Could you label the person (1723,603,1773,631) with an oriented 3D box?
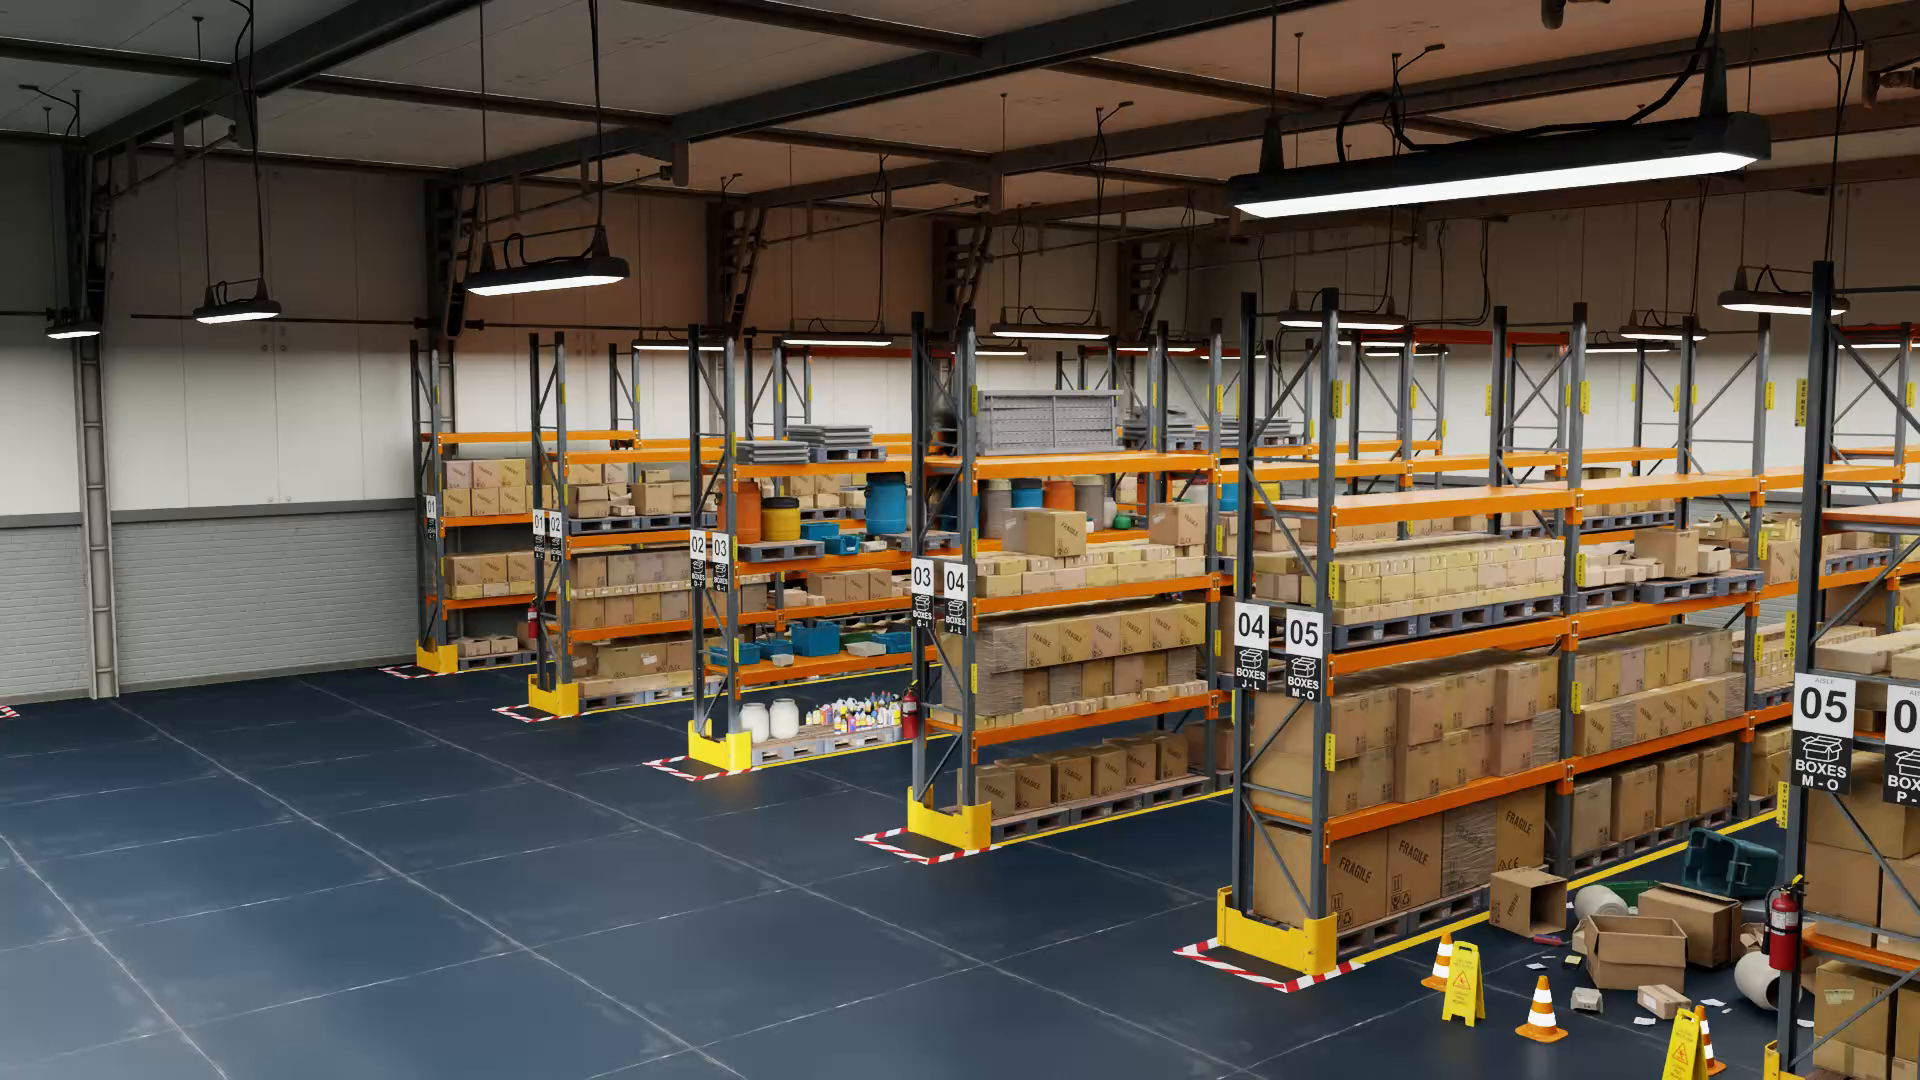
[{"bbox_3d":[13.272,1.740,27.891,0.770,1.725,0.532,0,5,3],"label":"person"}]
